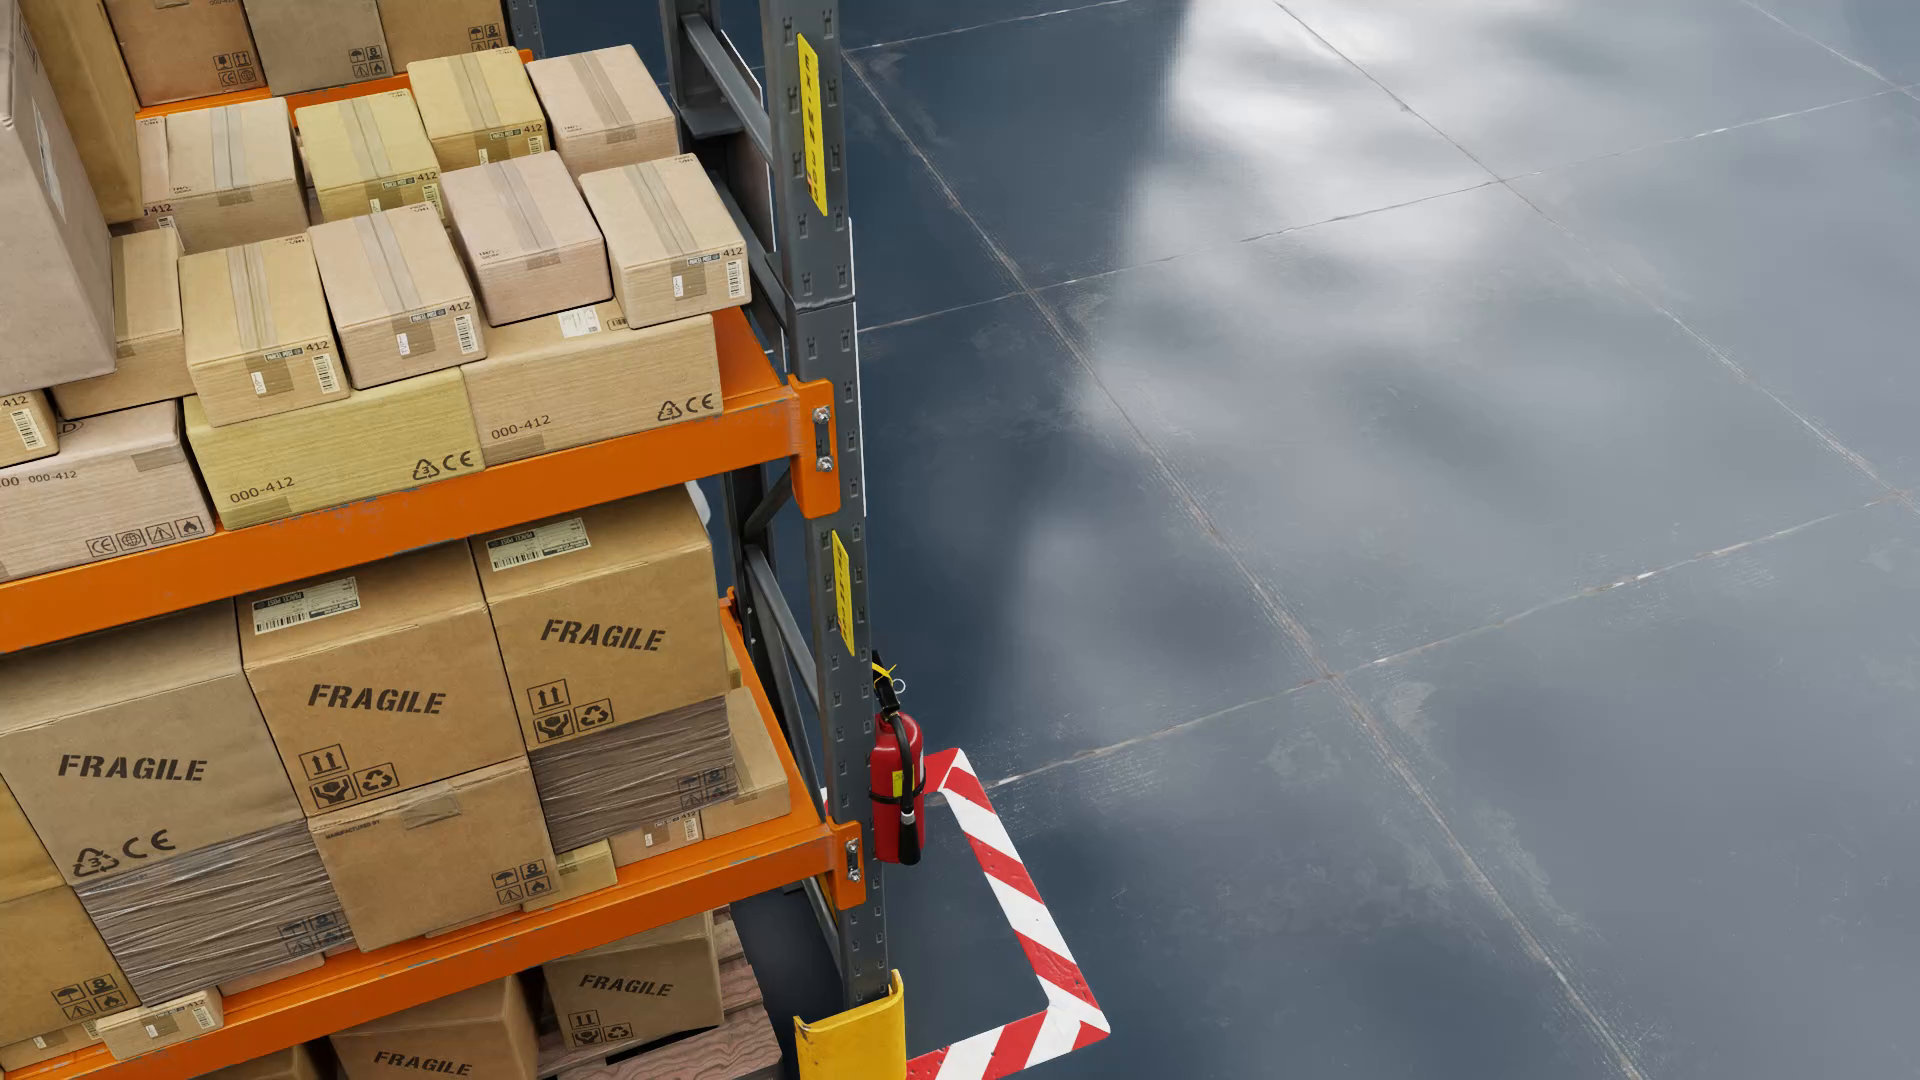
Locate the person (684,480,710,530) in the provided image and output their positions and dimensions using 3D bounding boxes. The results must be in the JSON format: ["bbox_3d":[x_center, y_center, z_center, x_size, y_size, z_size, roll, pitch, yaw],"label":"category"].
[{"bbox_3d":[-1.177,-0.034,6.209,0.495,1.591,0.404,-27,49,-27],"label":"person"}]
